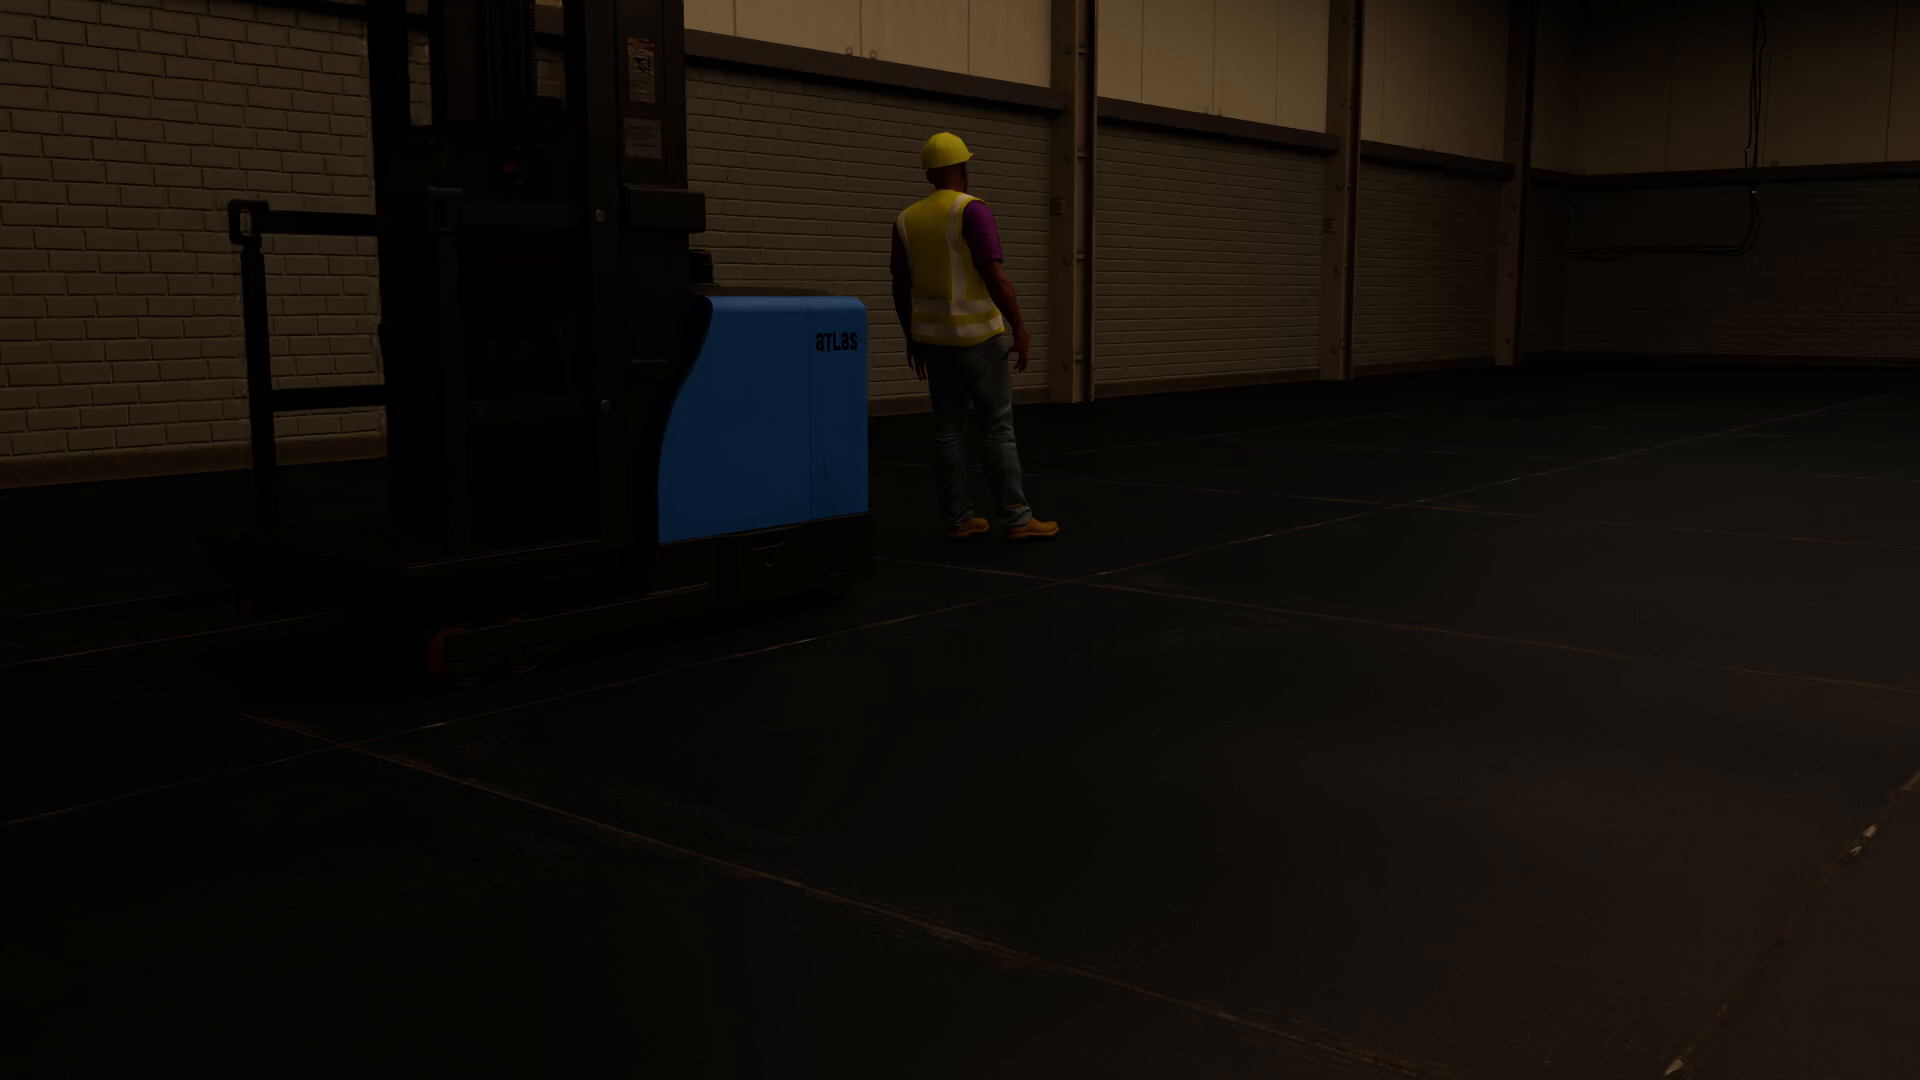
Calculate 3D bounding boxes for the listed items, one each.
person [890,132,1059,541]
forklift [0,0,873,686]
[{"bbox_3d":[0.048,-0.888,7.325,0.665,1.765,0.577,7,11,38],"label":"person"},{"bbox_3d":[-1.618,-1.124,4.962,1.130,2.935,3.031,6,11,38],"label":"forklift"}]
